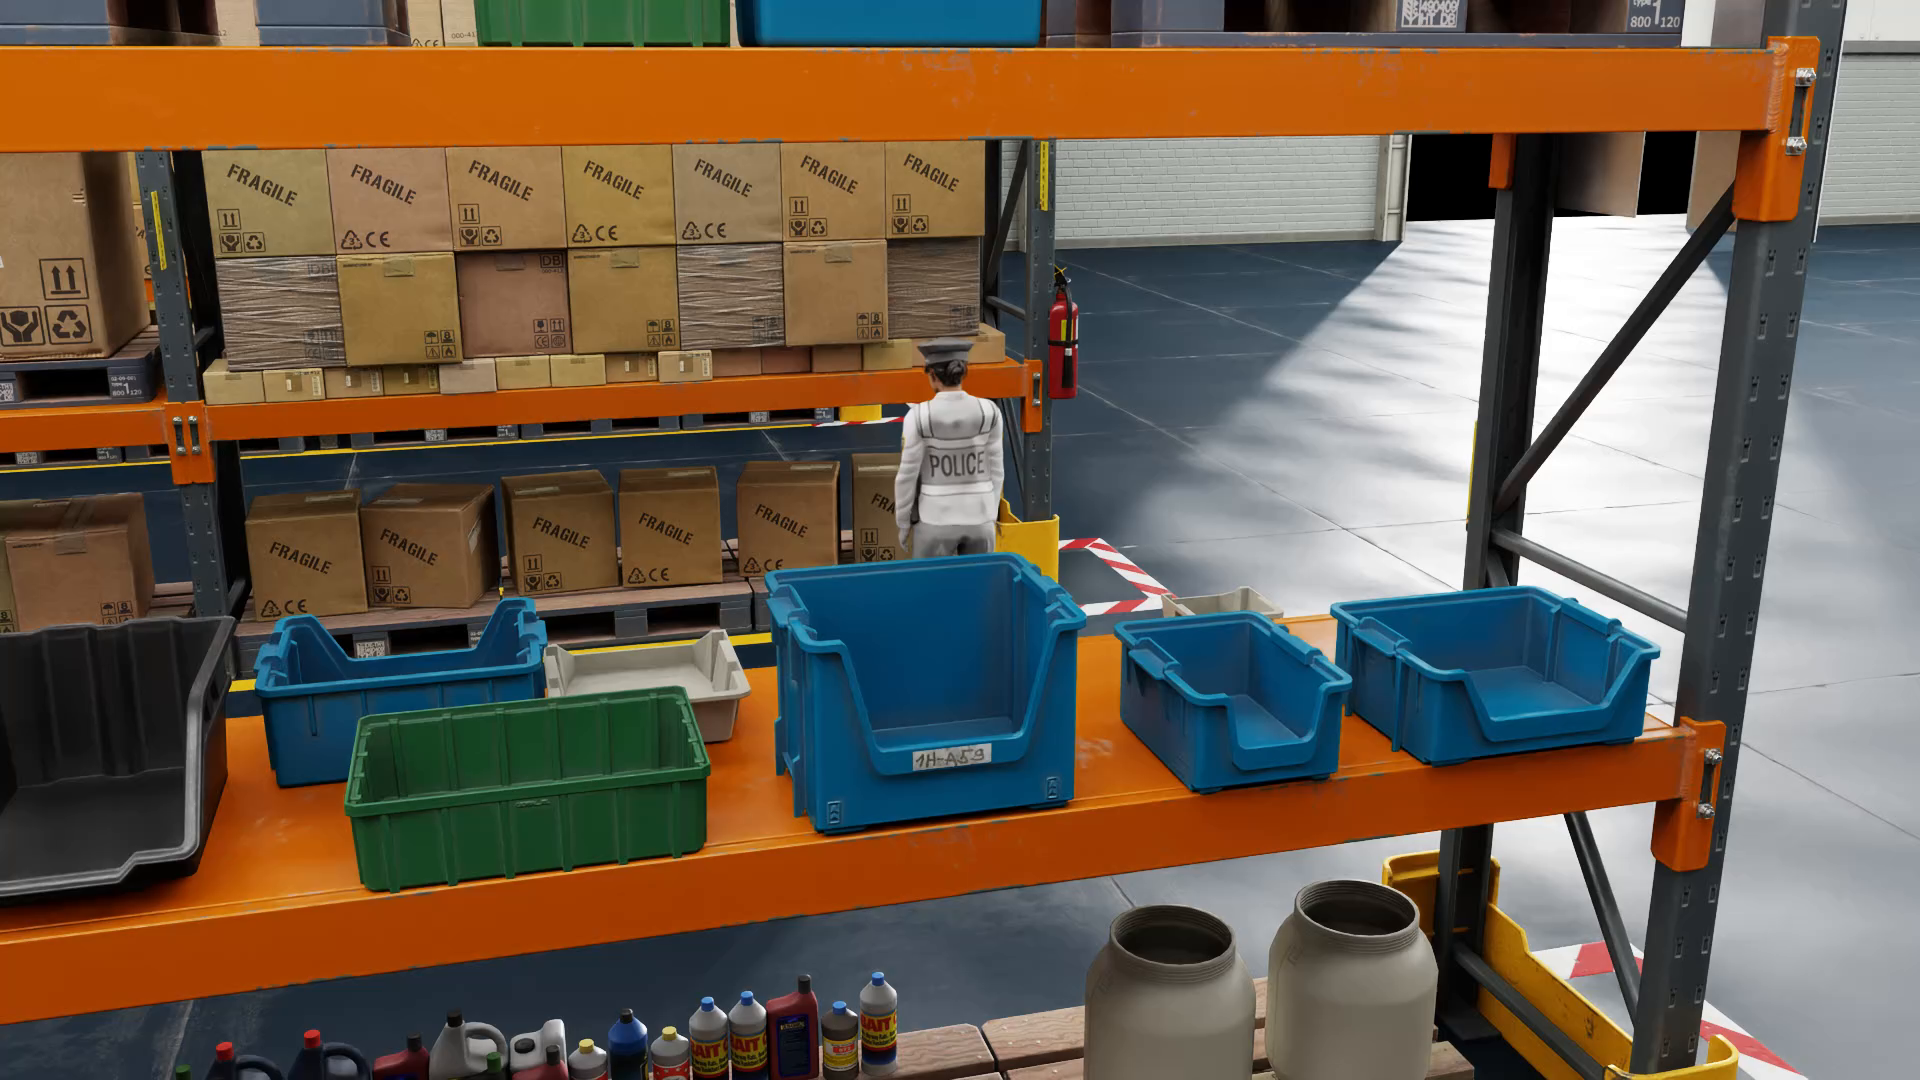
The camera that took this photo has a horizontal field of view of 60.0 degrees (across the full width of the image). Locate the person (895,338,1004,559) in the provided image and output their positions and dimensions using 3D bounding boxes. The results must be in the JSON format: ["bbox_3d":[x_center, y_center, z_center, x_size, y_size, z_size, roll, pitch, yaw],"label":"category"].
[{"bbox_3d":[-0.048,-0.049,7.232,0.479,1.656,0.352,-4,17,-14],"label":"person"}]
